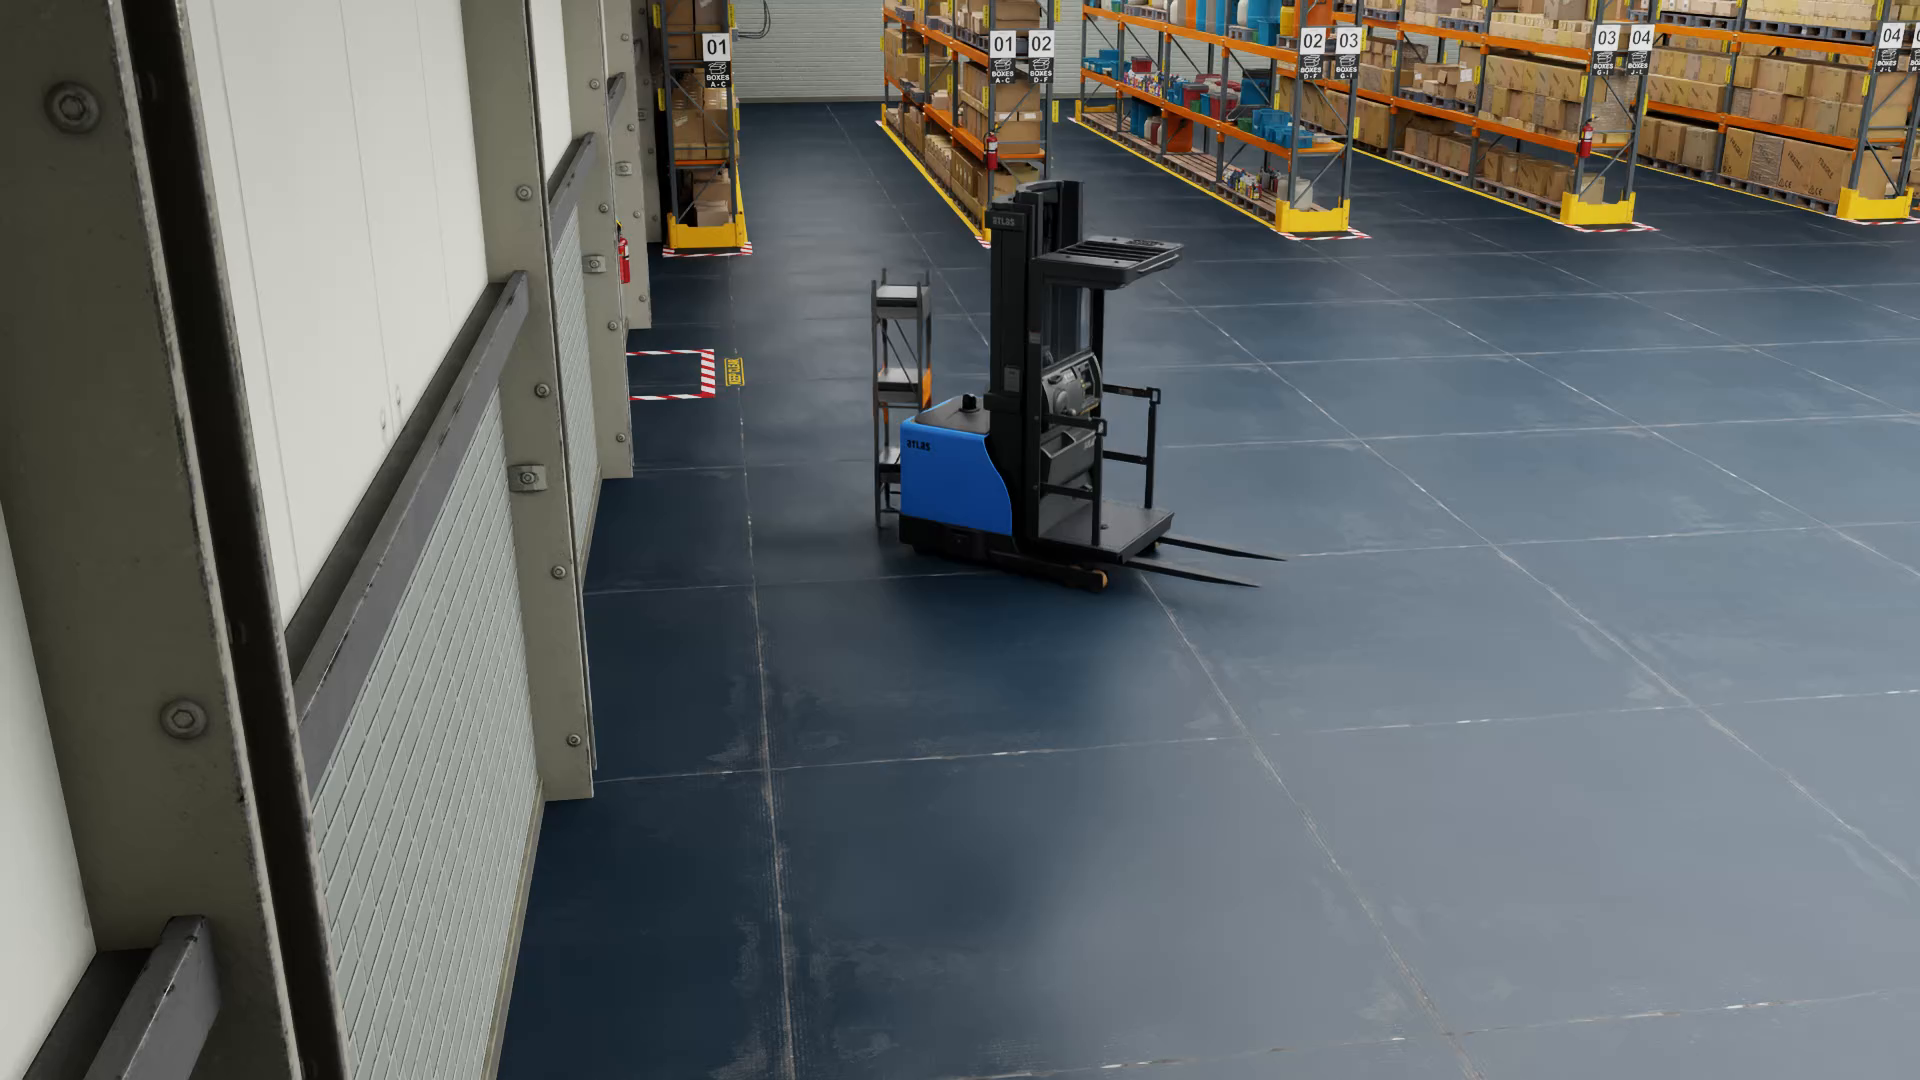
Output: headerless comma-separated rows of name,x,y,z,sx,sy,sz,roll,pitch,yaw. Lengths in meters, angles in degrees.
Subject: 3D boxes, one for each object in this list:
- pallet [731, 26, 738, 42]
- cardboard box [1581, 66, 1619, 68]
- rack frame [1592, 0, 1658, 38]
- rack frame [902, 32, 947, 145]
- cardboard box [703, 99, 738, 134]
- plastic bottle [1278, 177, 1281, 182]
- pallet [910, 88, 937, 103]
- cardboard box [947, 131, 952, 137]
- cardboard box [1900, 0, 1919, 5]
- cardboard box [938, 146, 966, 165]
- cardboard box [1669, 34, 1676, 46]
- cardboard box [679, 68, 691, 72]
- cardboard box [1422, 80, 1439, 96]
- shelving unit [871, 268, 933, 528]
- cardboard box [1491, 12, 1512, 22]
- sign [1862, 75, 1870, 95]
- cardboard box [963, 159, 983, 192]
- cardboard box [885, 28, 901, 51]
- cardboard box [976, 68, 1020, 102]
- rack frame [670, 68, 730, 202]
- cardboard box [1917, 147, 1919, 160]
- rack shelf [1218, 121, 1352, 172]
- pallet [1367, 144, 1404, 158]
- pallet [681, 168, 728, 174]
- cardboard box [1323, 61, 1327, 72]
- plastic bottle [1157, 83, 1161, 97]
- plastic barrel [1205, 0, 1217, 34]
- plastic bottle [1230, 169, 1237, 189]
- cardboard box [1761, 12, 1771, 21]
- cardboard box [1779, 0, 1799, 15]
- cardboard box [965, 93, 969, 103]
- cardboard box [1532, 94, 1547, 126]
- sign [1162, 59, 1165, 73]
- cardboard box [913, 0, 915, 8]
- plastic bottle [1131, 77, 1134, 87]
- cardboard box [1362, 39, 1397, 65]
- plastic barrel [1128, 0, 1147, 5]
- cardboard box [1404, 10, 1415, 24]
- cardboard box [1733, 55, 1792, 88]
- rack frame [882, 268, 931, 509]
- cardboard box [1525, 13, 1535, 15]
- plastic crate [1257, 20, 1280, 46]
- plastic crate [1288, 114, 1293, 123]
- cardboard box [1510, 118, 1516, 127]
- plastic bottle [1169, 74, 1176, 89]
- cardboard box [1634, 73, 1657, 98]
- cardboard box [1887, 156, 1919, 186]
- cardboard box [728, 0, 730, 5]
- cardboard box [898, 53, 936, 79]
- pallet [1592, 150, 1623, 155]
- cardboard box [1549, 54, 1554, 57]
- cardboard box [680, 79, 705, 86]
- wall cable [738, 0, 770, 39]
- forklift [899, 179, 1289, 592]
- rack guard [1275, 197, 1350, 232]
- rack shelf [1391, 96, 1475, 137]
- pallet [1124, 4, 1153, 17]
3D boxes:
pallet,-4.520,-8.918,29.289,1.213,0.211,1.003,-3,21,-8
cardboard box,10.870,-7.779,28.259,0.500,0.500,0.500,-3,21,-8
rack frame,10.745,-9.557,26.443,1.000,3.000,0.127,-3,21,-8
rack frame,-0.788,-10.403,37.283,1.000,3.000,0.127,-3,21,-8
cardboard box,-3.861,-6.819,26.800,0.500,0.500,0.500,-4,21,-10
plastic bottle,5.739,-6.369,29.745,0.152,0.276,0.135,-3,21,-7
pallet,-0.379,-9.159,34.227,1.213,0.211,1.003,-3,21,-8
cardboard box,0.006,-8.225,34.396,0.500,0.500,0.500,-2,21,-5
cardboard box,15.935,-8.998,27.710,0.380,0.149,0.250,-3,21,-7
cardboard box,-0.128,-7.283,31.457,0.500,0.311,0.500,-3,21,-8
cardboard box,18.196,-12.765,42.033,0.500,0.500,0.500,-3,21,-8
cardboard box,-5.435,-9.458,33.083,0.500,0.250,0.500,-2,21,-6
cardboard box,9.606,-9.051,33.277,0.500,0.250,0.500,-4,21,-9
shelving unit,-0.475,-1.168,13.842,0.431,2.100,0.503,3,21,7
cardboard box,9.910,-9.525,30.290,0.380,0.149,0.250,-4,21,-9
sign,15.129,-7.593,27.764,0.100,0.325,0.005,-3,21,-8
cardboard box,0.341,-6.198,28.281,0.500,0.500,0.500,-3,21,-8
cardboard box,-1.562,-12.136,40.351,0.500,0.500,0.500,-2,21,-6
cardboard box,0.653,-7.613,27.816,0.700,0.500,0.500,-3,21,-8
rack frame,-4.536,-7.382,29.194,1.000,3.000,0.127,-3,21,-8
cardboard box,19.897,-7.779,33.411,0.950,0.372,0.625,-3,21,-7
rack shelf,5.556,-6.852,28.804,1.077,0.370,4.000,-3,21,-8
pallet,9.553,-8.487,36.138,1.003,0.211,1.213,-3,21,-8
pallet,-5.002,-7.190,32.666,1.003,0.211,1.213,-3,21,-8
cardboard box,8.692,-11.110,38.965,0.500,0.250,0.500,-3,21,-9
plastic bottle,4.177,-9.411,34.792,0.061,0.283,0.133,-3,21,-8
plastic barrel,4.885,-9.913,30.968,0.600,0.901,0.600,0,20,0
plastic bottle,4.973,-6.547,30.114,0.144,0.351,0.185,-2,21,-6
cardboard box,14.881,-9.559,30.350,0.380,0.149,0.250,-3,21,-8
cardboard box,15.032,-9.532,29.709,0.500,0.250,0.500,-3,21,-8
cardboard box,0.287,-7.705,28.989,0.380,0.149,0.250,-3,21,-9
cardboard box,10.473,-7.467,28.853,0.875,0.500,0.500,-3,21,-8
sign,4.659,-10.808,37.972,0.100,0.325,0.005,-3,21,-8
cardboard box,-0.669,-11.690,35.556,0.600,0.600,0.600,-3,21,-8
plastic bottle,3.860,-10.177,36.962,0.097,0.201,0.097,0,20,0
cardboard box,9.308,-10.745,36.621,0.797,0.503,0.637,-2,21,-6
plastic barrel,3.942,-12.122,36.804,0.433,0.535,0.433,0,20,0
cardboard box,9.408,-10.676,33.940,0.500,0.250,0.500,-3,21,-7
cardboard box,15.110,-8.793,31.215,0.875,0.550,0.550,-3,21,-8
rack frame,-0.444,-1.252,14.068,0.400,2.100,0.015,3,21,7
cardboard box,10.450,-9.458,30.110,0.380,0.149,0.250,-3,21,-7
plastic crate,5.271,-8.540,28.029,0.392,0.384,0.575,-3,21,-8
plastic crate,5.696,-7.443,29.569,0.499,0.251,0.616,-3,21,-8
cardboard box,10.106,-7.493,29.849,0.380,0.149,0.250,-3,21,-8
plastic bottle,4.598,-9.891,35.982,0.144,0.351,0.185,-3,21,-8
cardboard box,14.388,-9.434,34.544,0.500,0.500,0.500,-3,21,-8
cardboard box,17.650,-6.944,31.396,0.797,0.637,0.503,-3,21,-8
cardboard box,-3.797,-8.249,25.627,0.500,0.500,0.500,-3,21,-8
cardboard box,-0.941,-10.471,36.722,0.700,0.500,0.500,-10,23,-26
pallet,14.404,-8.696,36.697,1.003,0.211,1.213,-3,21,-8
cardboard box,13.654,-11.043,37.905,0.380,0.149,0.250,-3,21,-8
cardboard box,-4.775,-8.233,30.701,0.700,0.500,0.500,0,20,0
wall cable,-6.728,-14.869,45.103,3.097,2.526,0.112,-3,21,-8
forklift,1.043,-1.191,12.716,3.031,2.935,1.130,11,23,28
rack guard,5.786,-5.350,27.325,1.175,0.500,0.348,-3,21,-8
rack shelf,9.880,-8.487,33.181,1.077,0.370,4.000,-3,21,-8
pallet,4.324,-11.702,36.743,1.213,0.211,1.003,-3,21,-8
